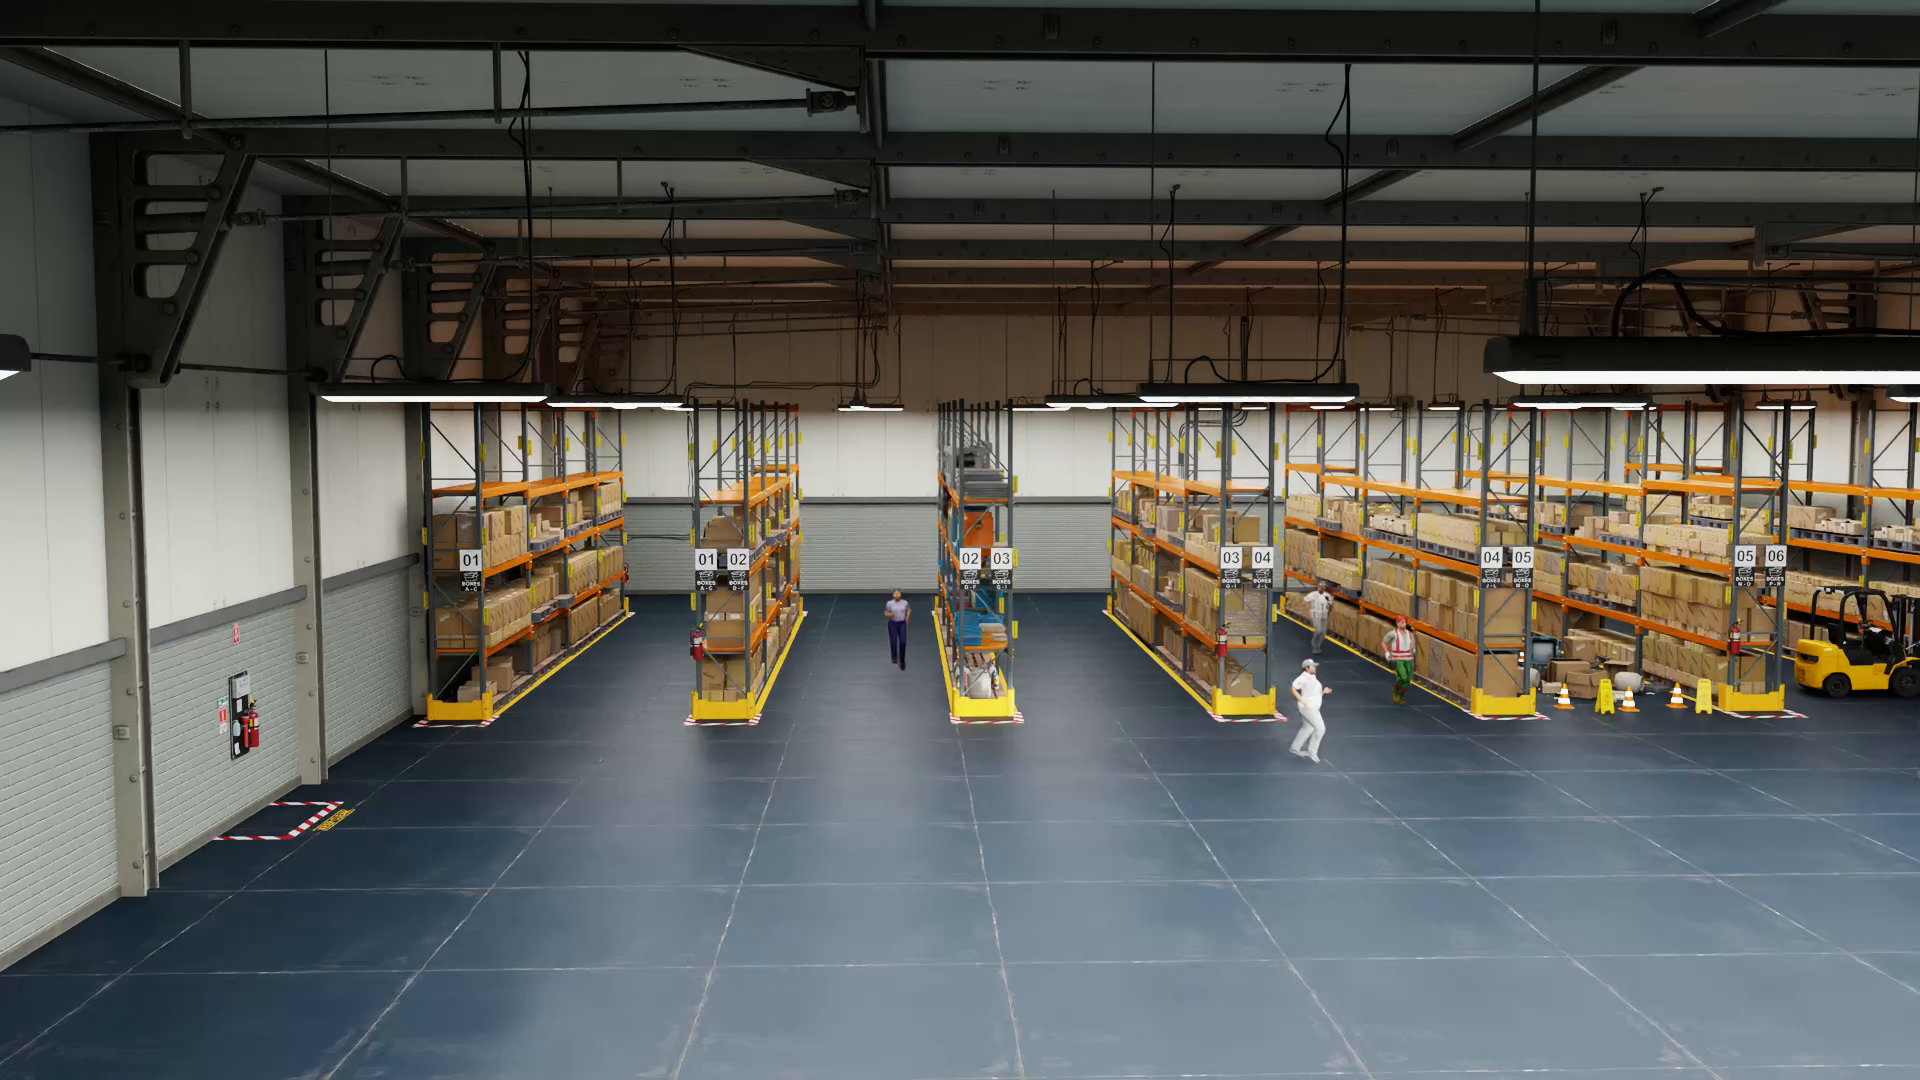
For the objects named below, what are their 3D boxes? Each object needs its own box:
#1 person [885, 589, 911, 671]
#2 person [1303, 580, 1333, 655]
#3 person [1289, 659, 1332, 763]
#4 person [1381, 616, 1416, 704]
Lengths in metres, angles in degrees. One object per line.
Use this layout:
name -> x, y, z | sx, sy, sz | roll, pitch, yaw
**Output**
person -> -1.331, 1.943, 35.815 | 0.583, 1.730, 0.648 | 0, 4, -7
person -> 8.561, 1.843, 39.500 | 0.652, 1.773, 0.653 | -1, 4, -14
person -> 5.790, 2.819, 27.470 | 0.665, 1.718, 0.582 | 2, 5, 22
person -> 8.687, 2.361, 32.624 | 0.641, 1.737, 0.610 | -1, 5, -16
